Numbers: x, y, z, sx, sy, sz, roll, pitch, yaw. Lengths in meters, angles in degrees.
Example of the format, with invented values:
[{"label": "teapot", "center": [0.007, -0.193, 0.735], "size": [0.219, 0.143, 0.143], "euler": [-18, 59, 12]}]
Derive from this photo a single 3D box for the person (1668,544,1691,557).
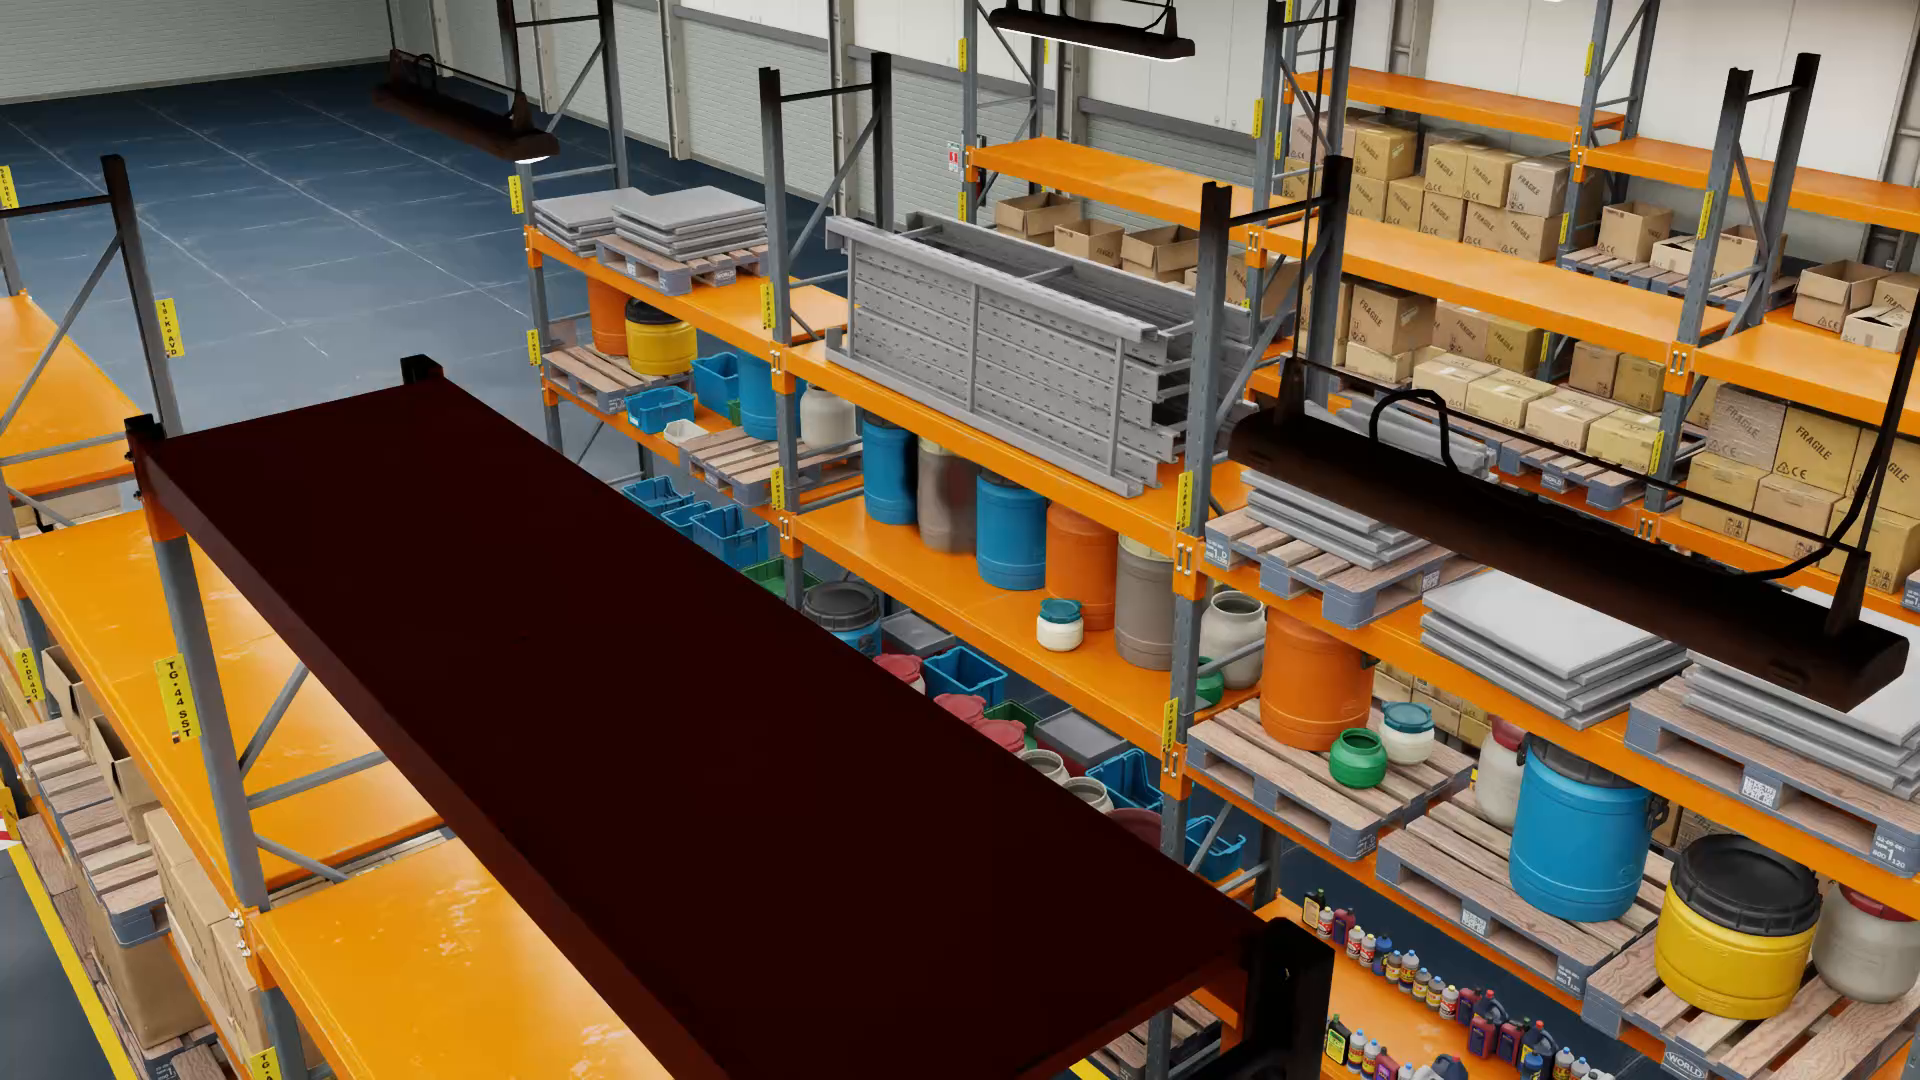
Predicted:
[{"label": "person", "center": [6.471, 0.584, 15.216], "size": [0.809, 1.615, 0.492], "euler": [8, 27, 16]}]
